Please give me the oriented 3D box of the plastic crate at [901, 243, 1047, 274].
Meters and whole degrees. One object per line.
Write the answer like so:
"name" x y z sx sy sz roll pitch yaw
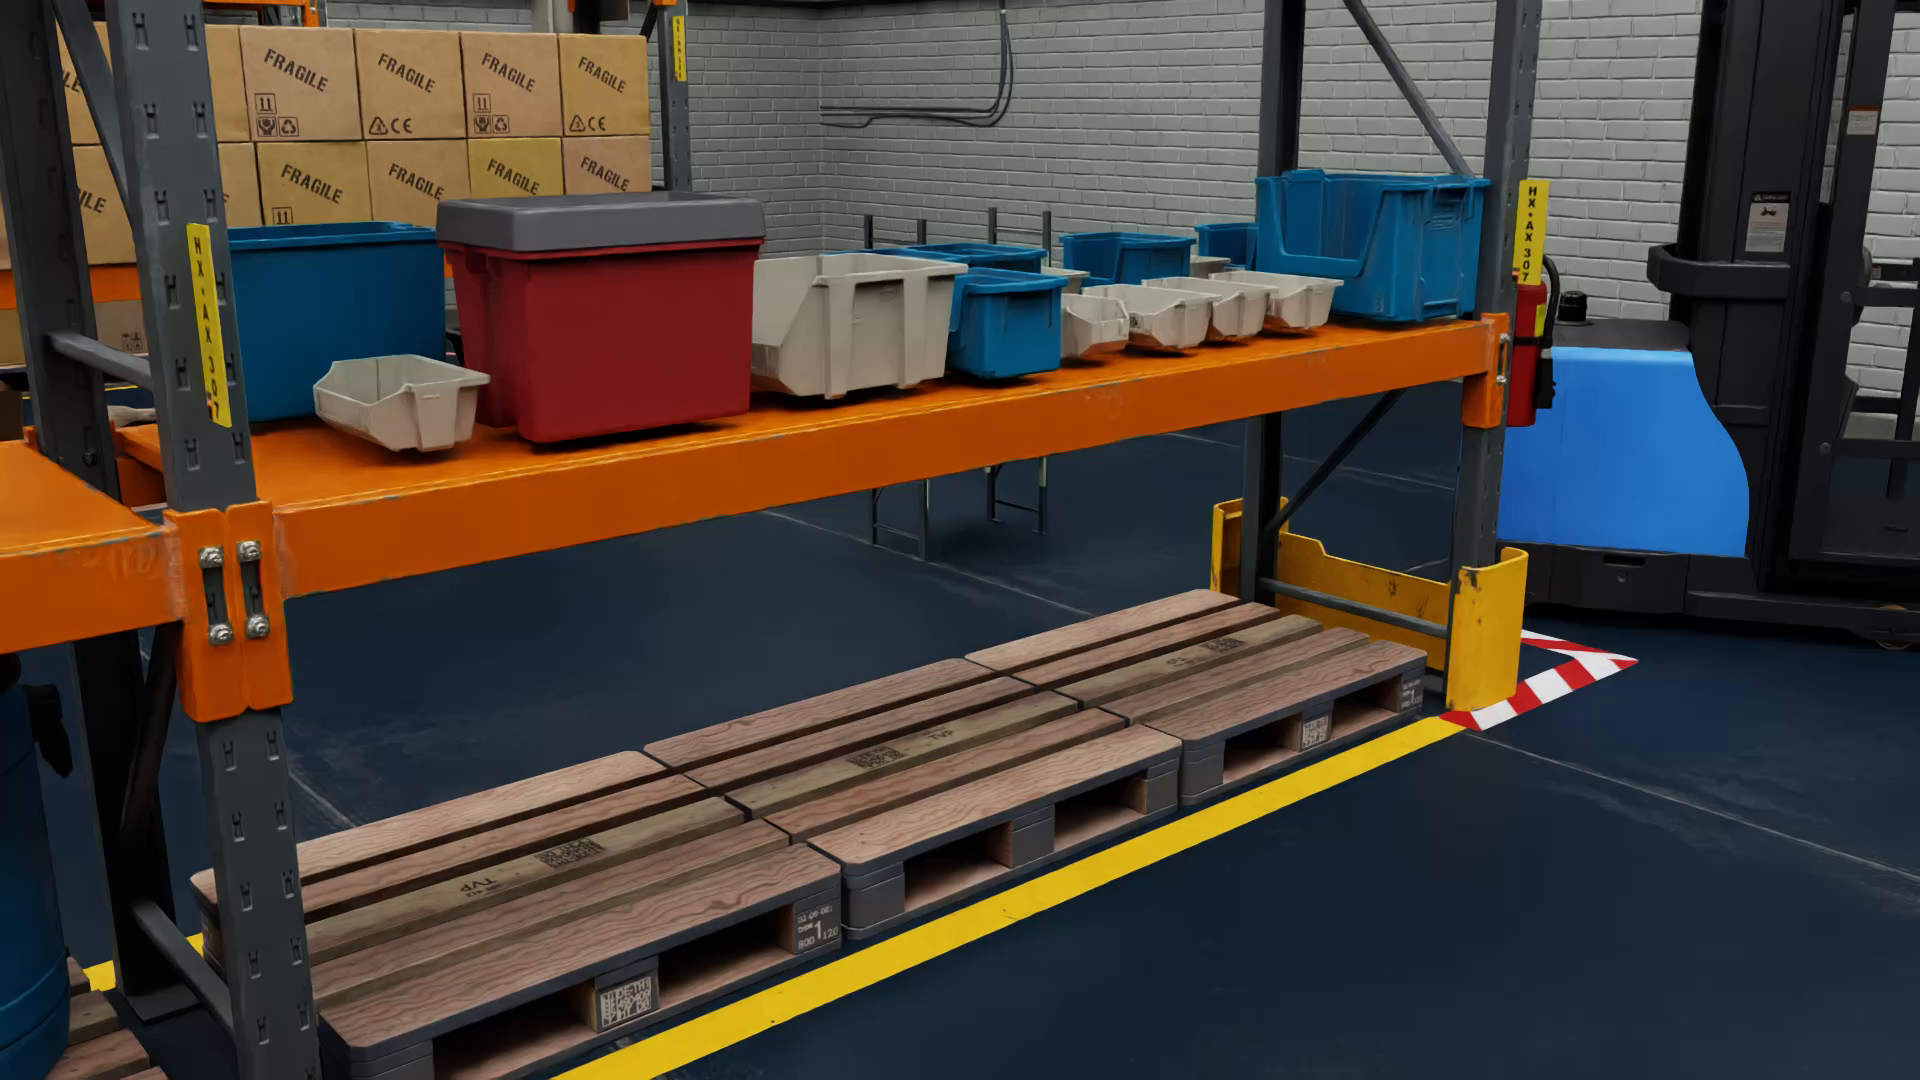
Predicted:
"plastic crate" 0.039 -0.748 4.945 0.300 0.233 0.416 -13 19 -39

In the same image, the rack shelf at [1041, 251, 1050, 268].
"rack shelf" -0.005 -1.100 7.451 0.720 0.370 0.431 -13 19 -39

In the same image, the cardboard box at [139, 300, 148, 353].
"cardboard box" -5.909 -1.702 12.338 0.500 0.500 0.700 -13 20 -40

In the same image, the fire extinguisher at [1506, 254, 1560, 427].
"fire extinguisher" 1.847 -0.720 5.506 0.183 0.674 0.296 -13 19 -39

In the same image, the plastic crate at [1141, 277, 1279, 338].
"plastic crate" 0.710 -0.682 4.887 0.243 0.136 0.396 -13 19 -39

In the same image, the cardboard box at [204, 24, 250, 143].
"cardboard box" -3.515 -2.019 7.364 0.500 0.500 0.500 -13 20 -41

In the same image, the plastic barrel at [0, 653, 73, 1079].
"plastic barrel" -2.005 0.577 3.030 0.708 0.901 0.600 -13 19 -39

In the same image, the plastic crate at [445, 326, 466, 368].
"plastic crate" -0.915 -0.461 4.080 0.590 0.125 0.437 -13 19 -39

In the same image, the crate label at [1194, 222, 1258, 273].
"crate label" 1.032 -0.971 5.780 0.303 0.233 0.416 -13 19 -39

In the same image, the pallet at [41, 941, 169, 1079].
"pallet" -2.192 1.147 3.047 1.213 0.211 1.003 -13 19 -39

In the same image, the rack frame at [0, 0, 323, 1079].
"rack frame" -1.583 -0.323 3.146 0.127 3.000 1.000 -13 19 -39

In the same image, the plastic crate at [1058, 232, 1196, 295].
"plastic crate" 0.535 -0.859 5.363 0.300 0.233 0.416 -13 19 -39

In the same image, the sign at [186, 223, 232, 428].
"sign" -1.223 -0.349 2.709 0.005 0.325 0.100 -13 19 -39

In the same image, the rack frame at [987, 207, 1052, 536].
"rack frame" 0.271 -0.785 7.784 0.023 1.500 0.400 -13 19 -39

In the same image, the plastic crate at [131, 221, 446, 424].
"plastic crate" -1.455 -0.490 3.685 0.575 0.384 0.392 -13 19 -39

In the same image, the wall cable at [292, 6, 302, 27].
"wall cable" -4.724 -3.821 14.274 1.851 1.984 0.084 -13 19 -39

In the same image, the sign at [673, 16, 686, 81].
"sign" -1.465 -2.566 8.688 0.005 0.325 0.100 -13 19 -39

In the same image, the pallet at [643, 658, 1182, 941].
"pallet" -0.133 0.684 4.779 1.213 0.211 1.003 -13 19 -39

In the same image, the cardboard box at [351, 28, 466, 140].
"cardboard box" -2.738 -2.193 8.018 0.500 0.500 0.500 -12 19 -38

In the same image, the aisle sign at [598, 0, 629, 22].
"aisle sign" -1.956 -3.290 9.218 0.004 0.787 0.394 -13 19 -39

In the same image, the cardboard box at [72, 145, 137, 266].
"cardboard box" -3.884 -1.457 7.198 0.500 0.500 0.500 -12 19 -38

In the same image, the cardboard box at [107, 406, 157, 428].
"cardboard box" -4.022 -0.480 8.093 0.500 0.311 0.500 -13 19 -39

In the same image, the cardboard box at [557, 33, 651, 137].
"cardboard box" -1.970 -2.368 8.671 0.500 0.500 0.500 -13 20 -40

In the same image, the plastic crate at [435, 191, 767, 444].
"plastic crate" -0.745 -0.485 3.514 0.583 0.464 0.402 -13 19 -39

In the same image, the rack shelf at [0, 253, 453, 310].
"rack shelf" -3.323 -1.279 8.120 4.000 0.370 1.077 -13 19 -39

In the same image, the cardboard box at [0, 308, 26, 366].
"cardboard box" -6.685 -1.525 11.675 0.500 0.500 0.700 -12 19 -38

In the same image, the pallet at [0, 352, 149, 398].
"pallet" -6.541 -1.226 11.930 1.213 0.211 1.003 -13 19 -39

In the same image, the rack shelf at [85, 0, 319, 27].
"rack shelf" -6.578 -3.692 11.341 4.000 0.370 1.077 -13 19 -39

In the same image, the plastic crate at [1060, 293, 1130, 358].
"plastic crate" 0.305 -0.577 4.491 0.250 0.136 0.298 -13 19 -39

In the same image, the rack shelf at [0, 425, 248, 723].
"rack shelf" -3.092 0.363 1.971 4.000 0.370 1.077 -13 19 -39

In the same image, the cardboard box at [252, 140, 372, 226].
"cardboard box" -3.123 -1.628 7.837 0.500 0.500 0.500 -13 20 -40

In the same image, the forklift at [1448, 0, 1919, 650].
"forklift" 3.551 -1.144 6.352 3.031 2.935 1.130 4 16 16

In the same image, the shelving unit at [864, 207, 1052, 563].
"shelving unit" -0.005 -0.723 7.552 0.755 1.500 0.431 -13 19 -39

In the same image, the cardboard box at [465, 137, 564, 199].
"cardboard box" -2.363 -1.796 8.469 0.500 0.500 0.500 -12 19 -39

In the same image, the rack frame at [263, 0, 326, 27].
"rack frame" -5.069 -2.929 12.904 0.127 3.000 1.000 -13 19 -39
